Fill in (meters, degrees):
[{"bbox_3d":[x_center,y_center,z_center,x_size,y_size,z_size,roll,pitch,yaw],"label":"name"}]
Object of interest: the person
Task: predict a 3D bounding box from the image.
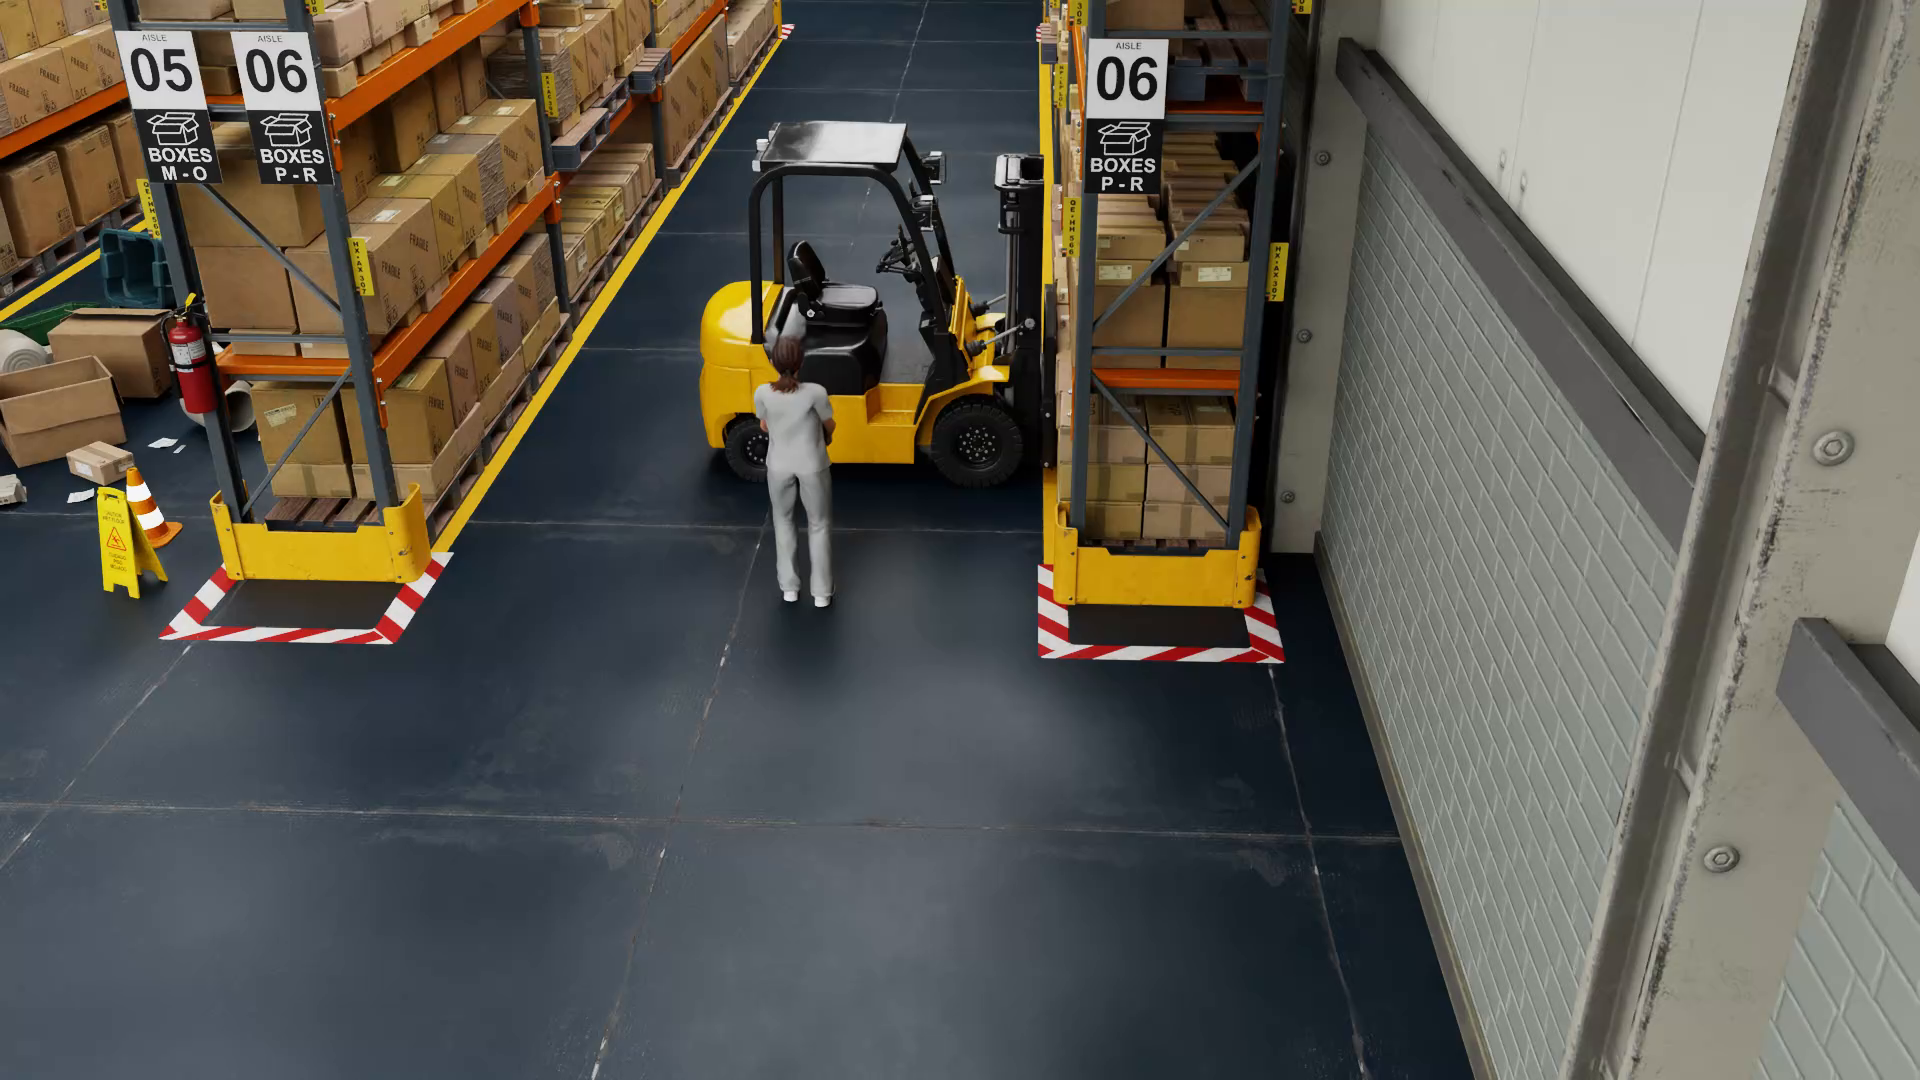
[{"bbox_3d":[-0.911,-0.420,9.425,0.436,1.662,0.554,2,28,3],"label":"person"}]
